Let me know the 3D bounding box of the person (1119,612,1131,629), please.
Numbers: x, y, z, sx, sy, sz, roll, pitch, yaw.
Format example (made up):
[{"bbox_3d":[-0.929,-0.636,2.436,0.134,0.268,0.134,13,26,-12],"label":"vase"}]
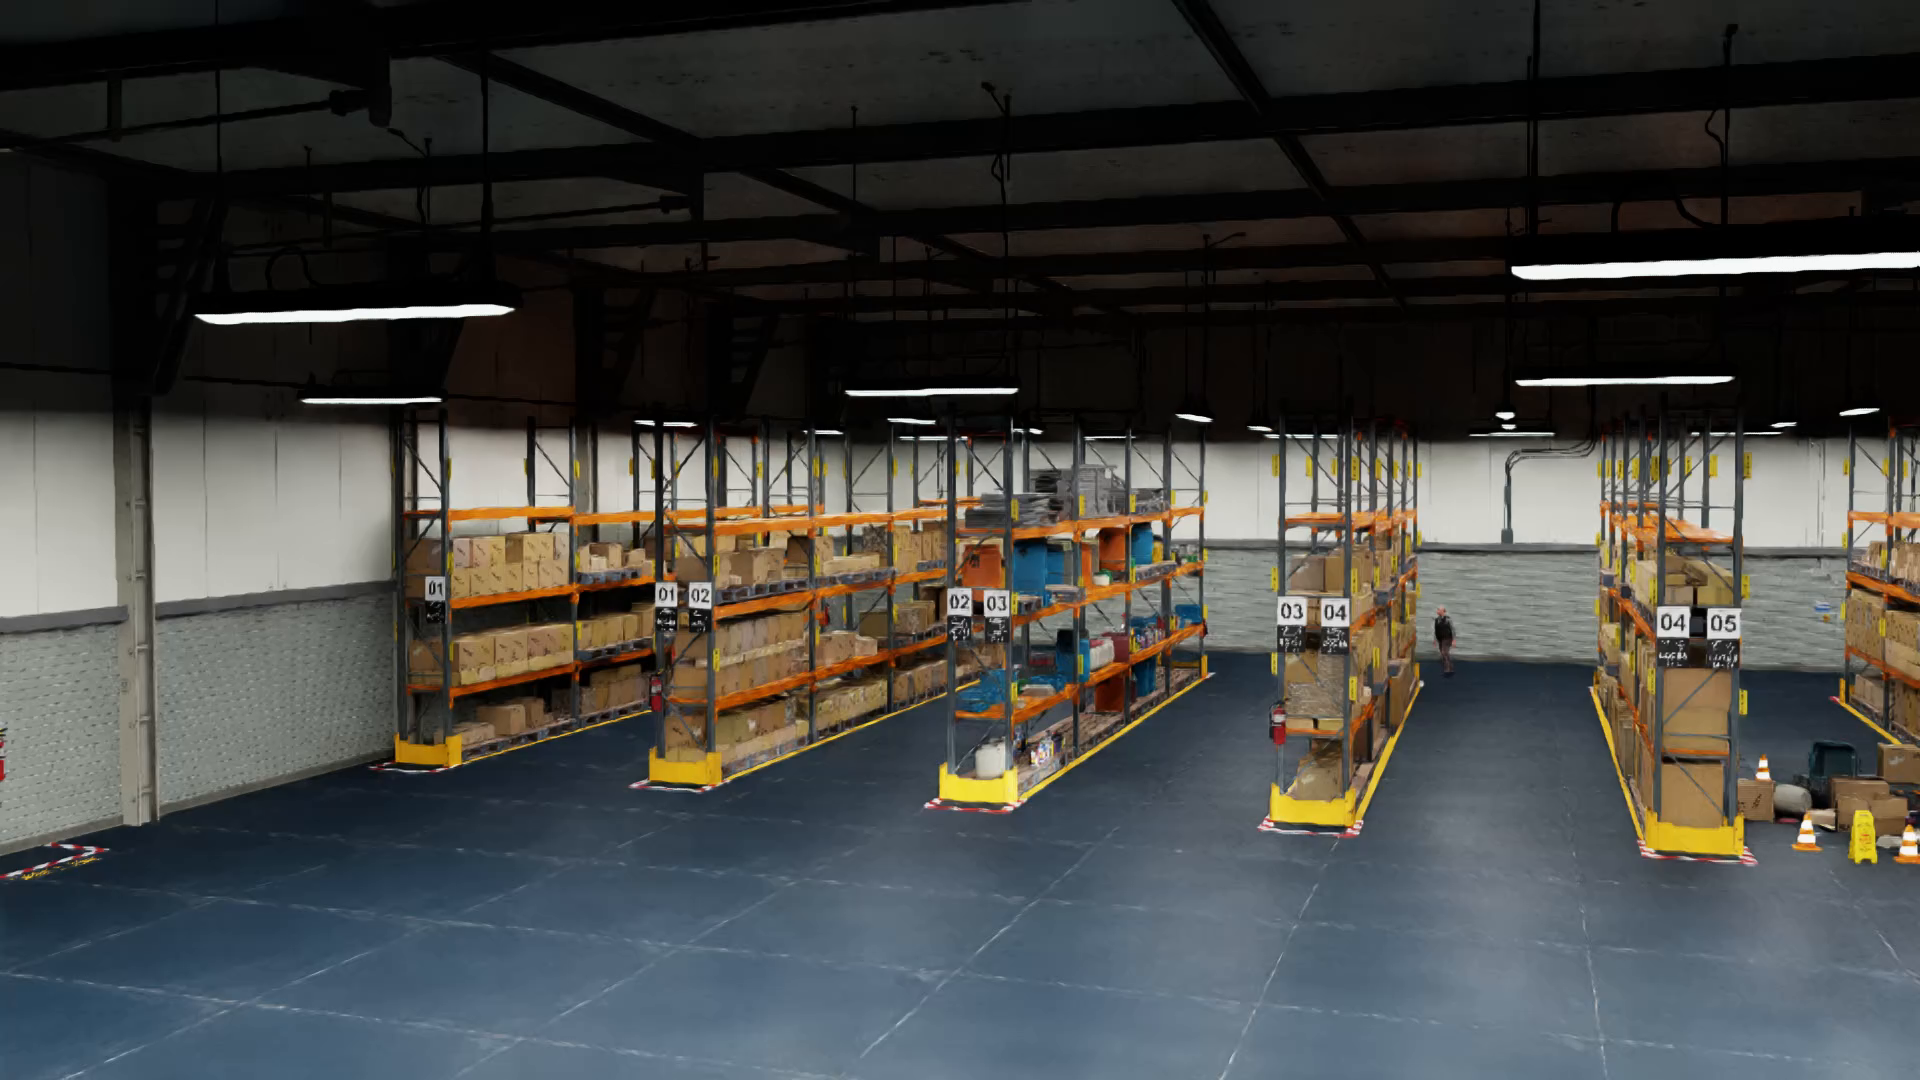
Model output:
[{"bbox_3d":[3.903,2.497,38.371,0.598,1.738,0.997,2,3,39],"label":"person"}]

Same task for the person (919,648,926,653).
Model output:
[{"bbox_3d":[-0.963,2.329,43.623,0.428,1.590,0.574,2,3,42],"label":"person"}]

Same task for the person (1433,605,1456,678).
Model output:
[{"bbox_3d":[11.712,2.429,40.091,0.502,1.731,0.639,-1,3,-18],"label":"person"}]

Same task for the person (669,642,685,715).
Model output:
[{"bbox_3d":[-5.283,2.773,31.523,0.457,1.733,0.593,0,2,-11],"label":"person"}]
